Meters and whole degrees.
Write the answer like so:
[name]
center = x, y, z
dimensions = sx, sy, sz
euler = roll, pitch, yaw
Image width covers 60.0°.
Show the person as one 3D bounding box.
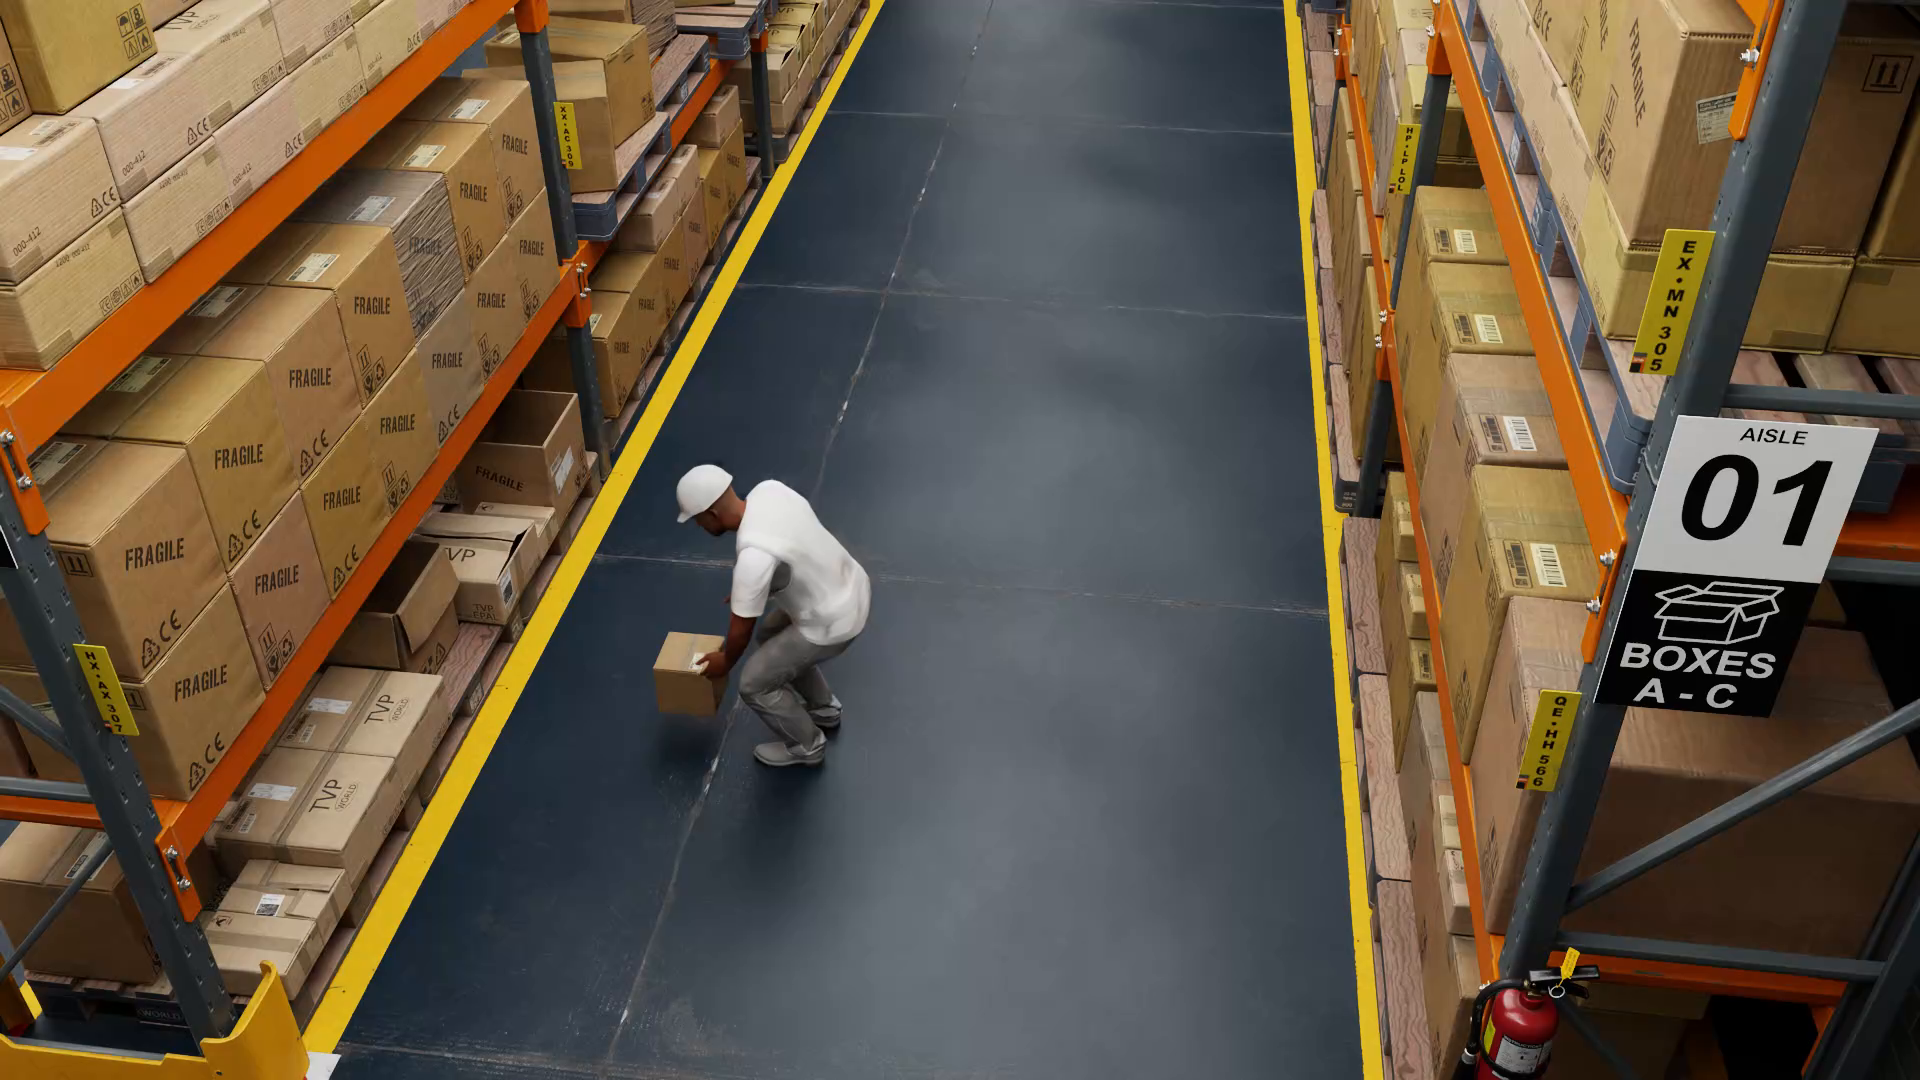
[person]
center = -0.748, 0.315, 6.870
dimensions = 0.746, 1.433, 0.631
euler = 4, 36, 6
